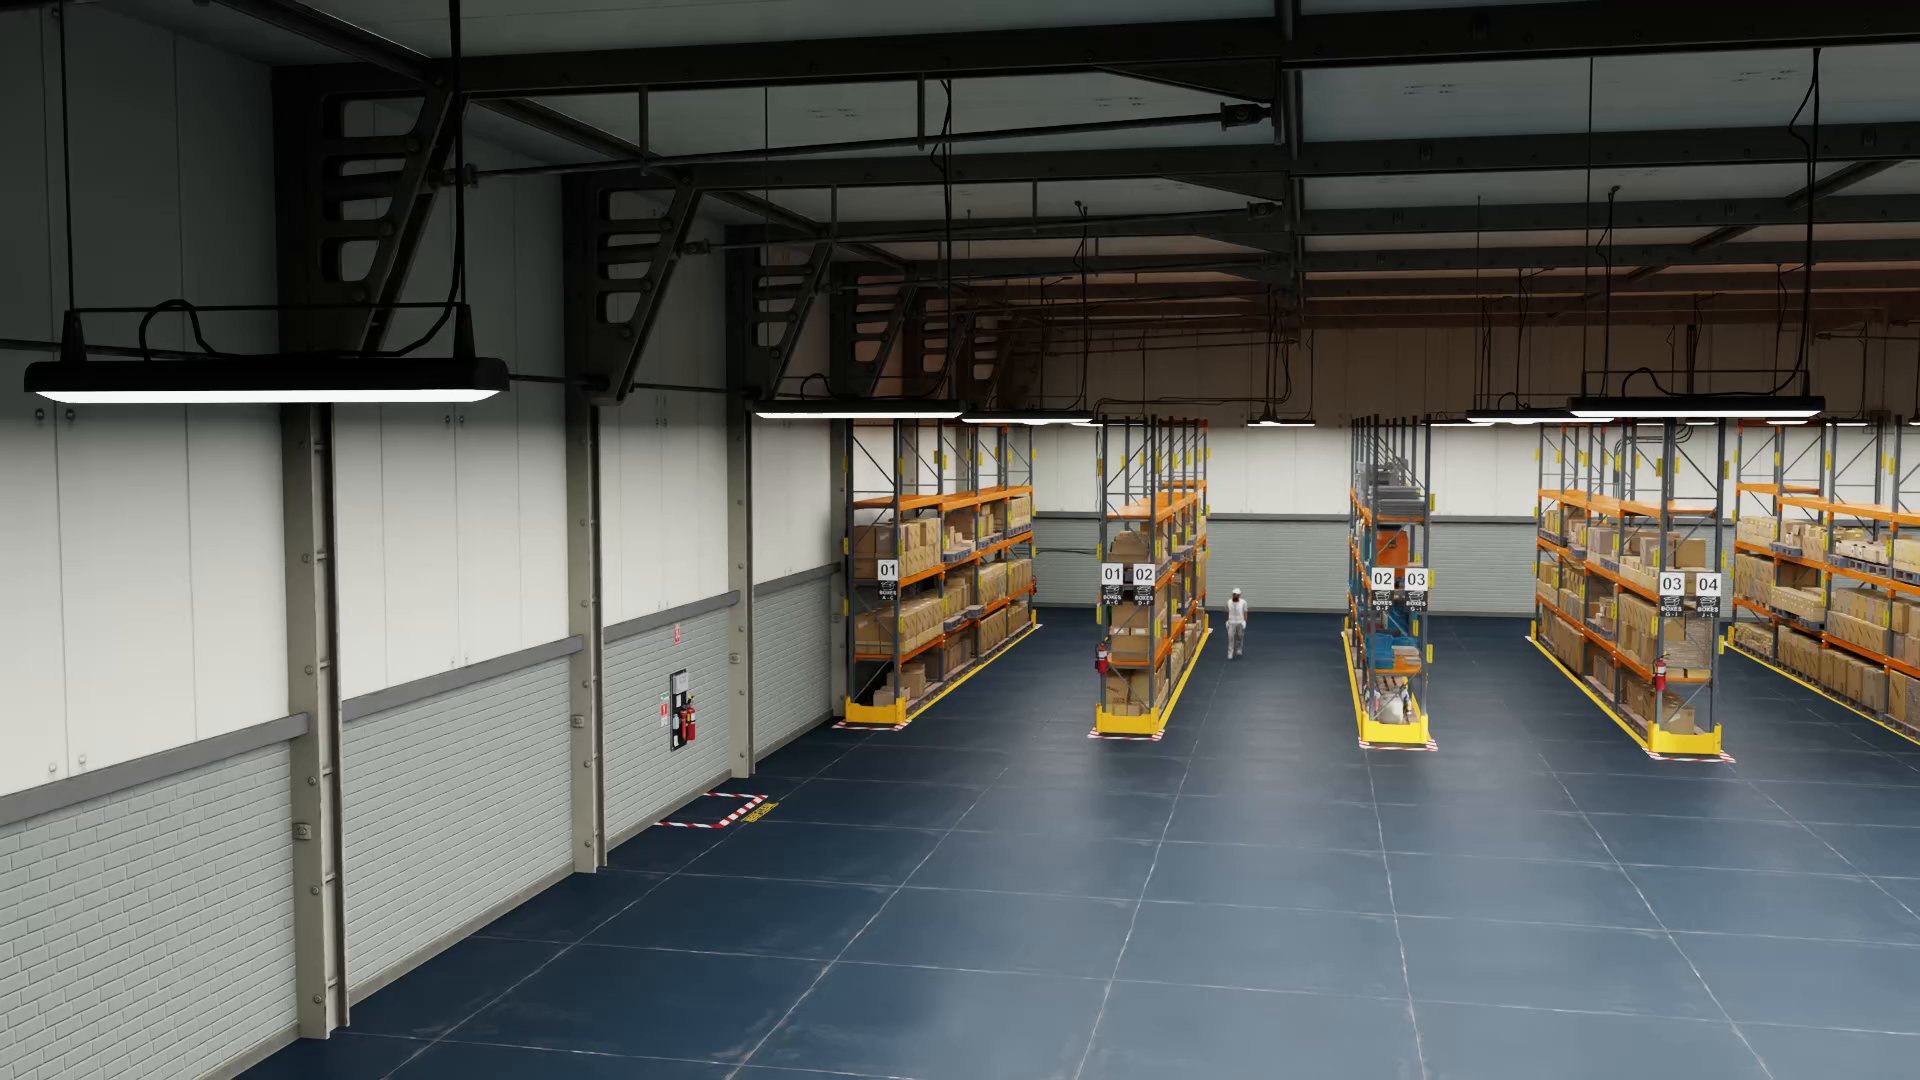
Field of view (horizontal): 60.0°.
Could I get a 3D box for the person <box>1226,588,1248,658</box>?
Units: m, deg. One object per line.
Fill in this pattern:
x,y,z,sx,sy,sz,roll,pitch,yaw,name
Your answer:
6.916,2.067,41.532,0.535,1.711,1.087,1,4,8,person

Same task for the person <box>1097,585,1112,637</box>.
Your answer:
4.041,1.778,45.883,0.597,1.724,1.059,1,4,15,person
